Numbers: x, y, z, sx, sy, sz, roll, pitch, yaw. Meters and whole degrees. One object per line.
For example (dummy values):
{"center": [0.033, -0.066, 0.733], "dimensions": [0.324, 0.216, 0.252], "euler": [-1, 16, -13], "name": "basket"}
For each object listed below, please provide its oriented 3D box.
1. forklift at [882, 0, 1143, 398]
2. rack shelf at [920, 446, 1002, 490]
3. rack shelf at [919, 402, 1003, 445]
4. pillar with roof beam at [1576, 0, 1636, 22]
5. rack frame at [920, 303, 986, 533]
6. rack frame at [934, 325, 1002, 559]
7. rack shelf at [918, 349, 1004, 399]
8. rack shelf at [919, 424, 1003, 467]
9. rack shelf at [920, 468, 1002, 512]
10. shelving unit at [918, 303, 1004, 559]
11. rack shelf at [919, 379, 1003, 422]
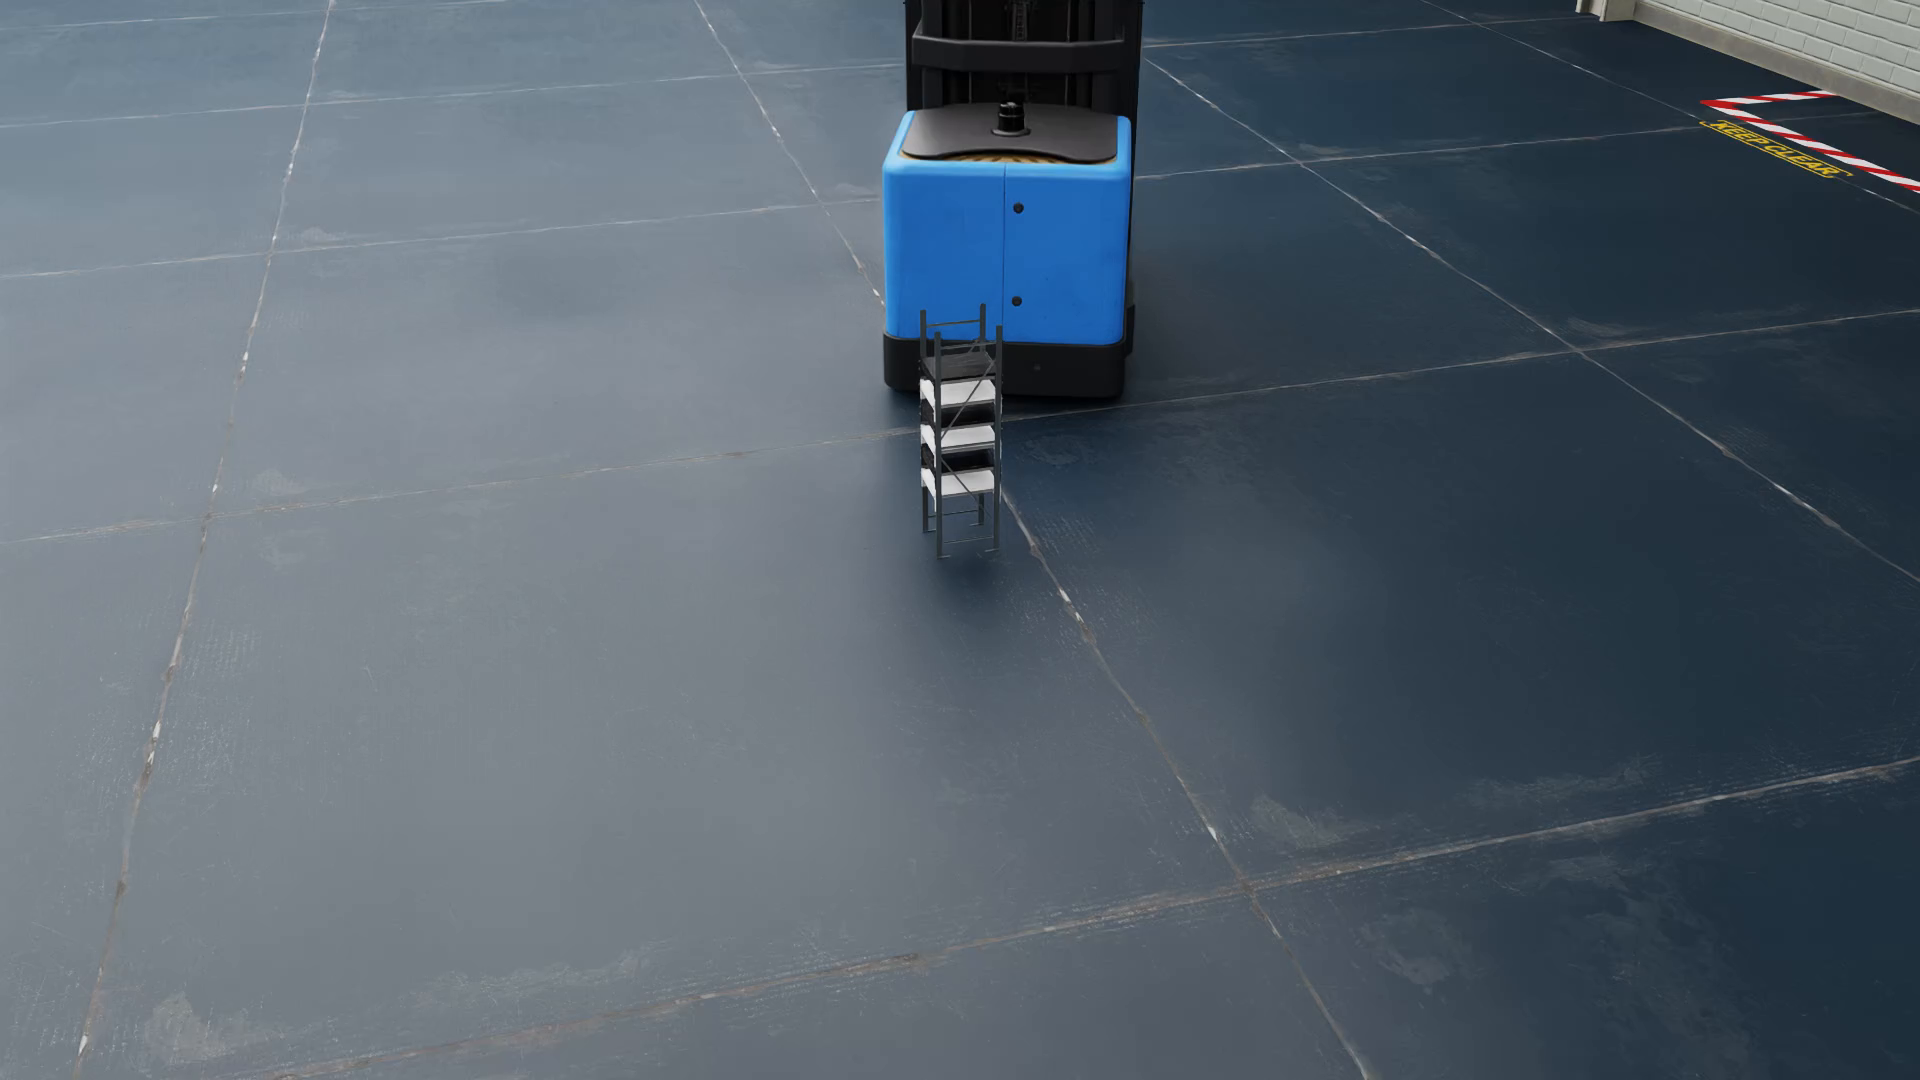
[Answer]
{"center": [0.315, -2.594, 7.805], "dimensions": [1.130, 2.935, 3.031], "euler": [3, 30, 4], "name": "forklift"}
{"center": [0.002, -0.279, 6.080], "dimensions": [0.258, 0.077, 0.200], "euler": [-8, 31, -13], "name": "rack shelf"}
{"center": [0.002, -0.435, 5.989], "dimensions": [0.258, 0.077, 0.200], "euler": [-8, 31, -13], "name": "rack shelf"}
{"center": [1.183, -7.660, 10.501], "dimensions": [9.100, 9.000, 0.400], "euler": [-8, 31, -13], "name": "pillar with roof beam"}
{"center": [-0.025, -0.435, 6.103], "dimensions": [0.240, 0.900, 0.006], "euler": [-8, 31, -13], "name": "rack frame"}
{"center": [0.029, -0.336, 5.933], "dimensions": [0.240, 0.900, 0.006], "euler": [-8, 31, -13], "name": "rack frame"}
{"center": [0.002, -0.590, 5.899], "dimensions": [0.258, 0.077, 0.200], "euler": [-8, 31, -13], "name": "rack shelf"}
{"center": [0.002, -0.357, 6.034], "dimensions": [0.258, 0.077, 0.200], "euler": [-8, 31, -13], "name": "rack shelf"}
{"center": [0.002, -0.201, 6.125], "dimensions": [0.258, 0.077, 0.200], "euler": [-8, 31, -13], "name": "rack shelf"}
{"center": [0.002, -0.386, 6.018], "dimensions": [0.258, 0.900, 0.210], "euler": [-8, 31, -13], "name": "shelving unit"}
{"center": [0.002, -0.512, 5.944], "dimensions": [0.258, 0.077, 0.200], "euler": [-8, 31, -13], "name": "rack shelf"}
